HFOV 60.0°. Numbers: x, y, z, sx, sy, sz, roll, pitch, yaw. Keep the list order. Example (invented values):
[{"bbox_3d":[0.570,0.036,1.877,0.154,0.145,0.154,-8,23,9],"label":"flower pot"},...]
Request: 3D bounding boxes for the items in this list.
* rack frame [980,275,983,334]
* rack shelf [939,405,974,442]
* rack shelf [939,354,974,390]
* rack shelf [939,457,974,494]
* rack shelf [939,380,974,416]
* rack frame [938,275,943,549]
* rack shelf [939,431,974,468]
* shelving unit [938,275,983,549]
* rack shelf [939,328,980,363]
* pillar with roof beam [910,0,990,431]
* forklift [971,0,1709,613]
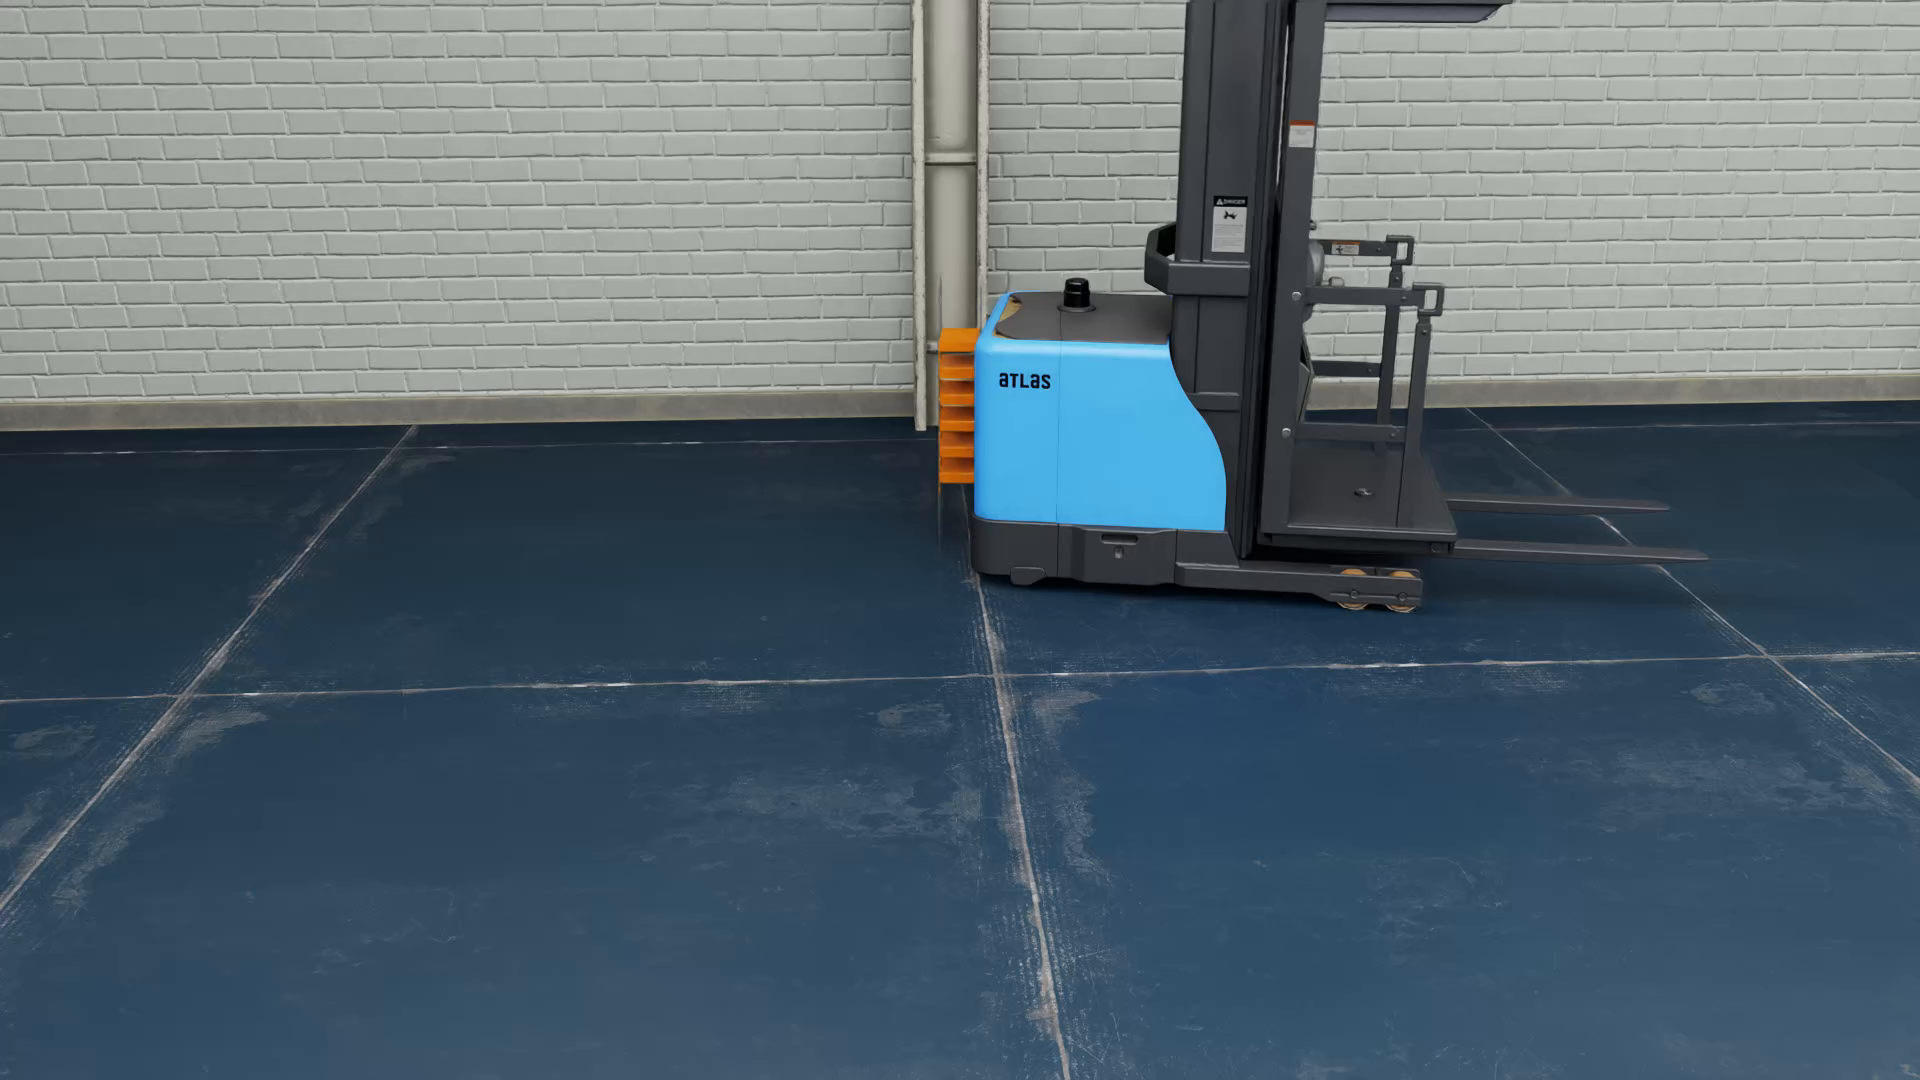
[{"bbox_3d":[0.094,-0.561,7.409,0.006,1.200,0.240,1,21,2],"label":"rack frame"},{"bbox_3d":[0.003,-0.521,7.428,0.180,0.103,0.258,1,21,2],"label":"rack shelf"},{"bbox_3d":[0.003,-0.745,7.342,0.180,0.103,0.258,1,21,2],"label":"rack shelf"},{"bbox_3d":[0.003,-0.297,7.513,0.180,0.103,0.258,1,21,2],"label":"rack shelf"},{"bbox_3d":[0.003,-0.633,7.385,0.180,0.103,0.258,1,21,2],"label":"rack shelf"},{"bbox_3d":[-0.089,-0.564,7.415,0.006,1.200,0.240,1,21,2],"label":"rack frame"},{"bbox_3d":[0.003,-0.409,7.470,0.180,0.103,0.258,1,21,2],"label":"rack shelf"},{"bbox_3d":[0.003,-0.562,7.412,0.189,1.200,0.258,1,21,2],"label":"shelving unit"},{"bbox_3d":[0.003,-0.857,7.300,0.180,0.103,0.258,1,21,2],"label":"rack shelf"},{"bbox_3d":[0.191,-3.342,3.751,0.400,9.000,9.100,-1,21,-3],"label":"pillar with roof beam"},{"bbox_3d":[1.605,-1.274,6.847,3.031,2.935,1.130,3,21,7],"label":"forklift"}]
